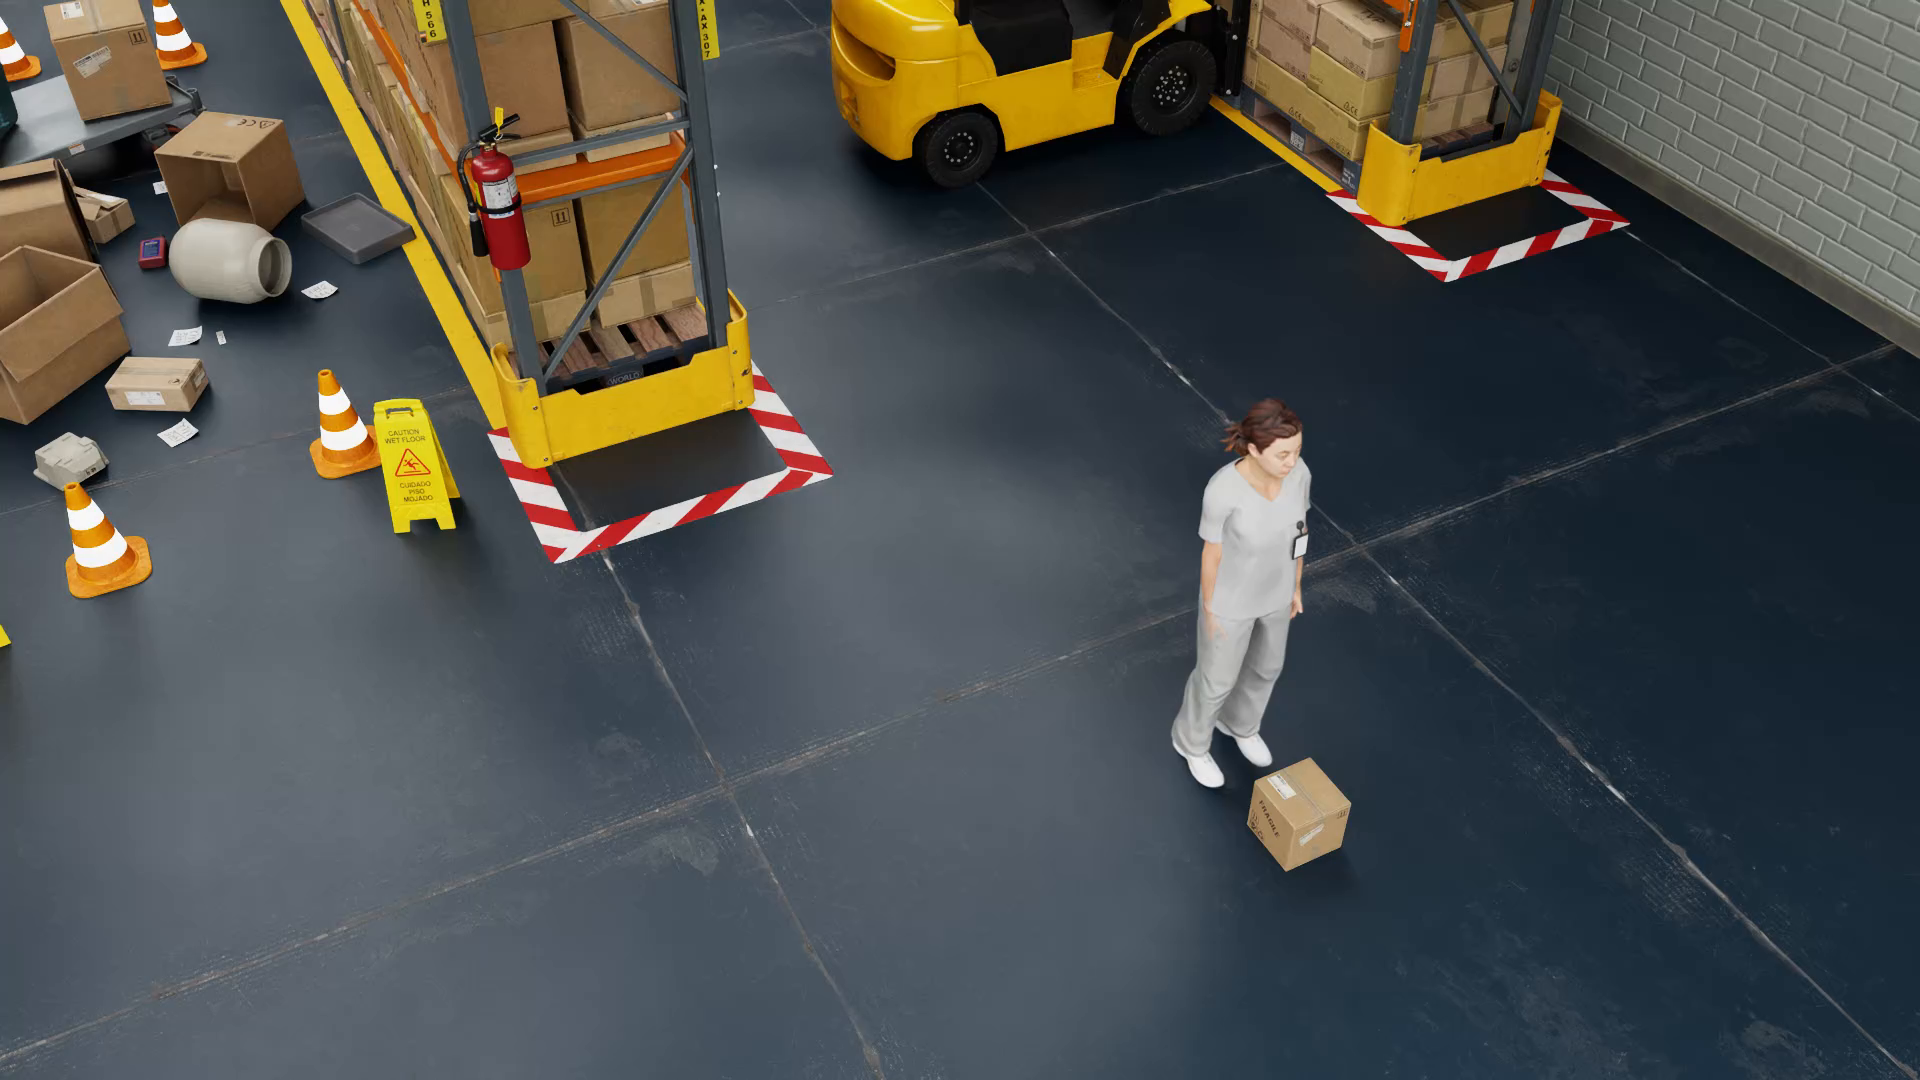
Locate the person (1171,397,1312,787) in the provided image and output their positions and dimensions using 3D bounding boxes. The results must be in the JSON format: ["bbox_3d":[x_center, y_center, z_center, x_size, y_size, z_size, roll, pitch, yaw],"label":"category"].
[{"bbox_3d":[1.025,0.189,5.955,0.438,1.678,0.363,-18,45,-19],"label":"person"}]
